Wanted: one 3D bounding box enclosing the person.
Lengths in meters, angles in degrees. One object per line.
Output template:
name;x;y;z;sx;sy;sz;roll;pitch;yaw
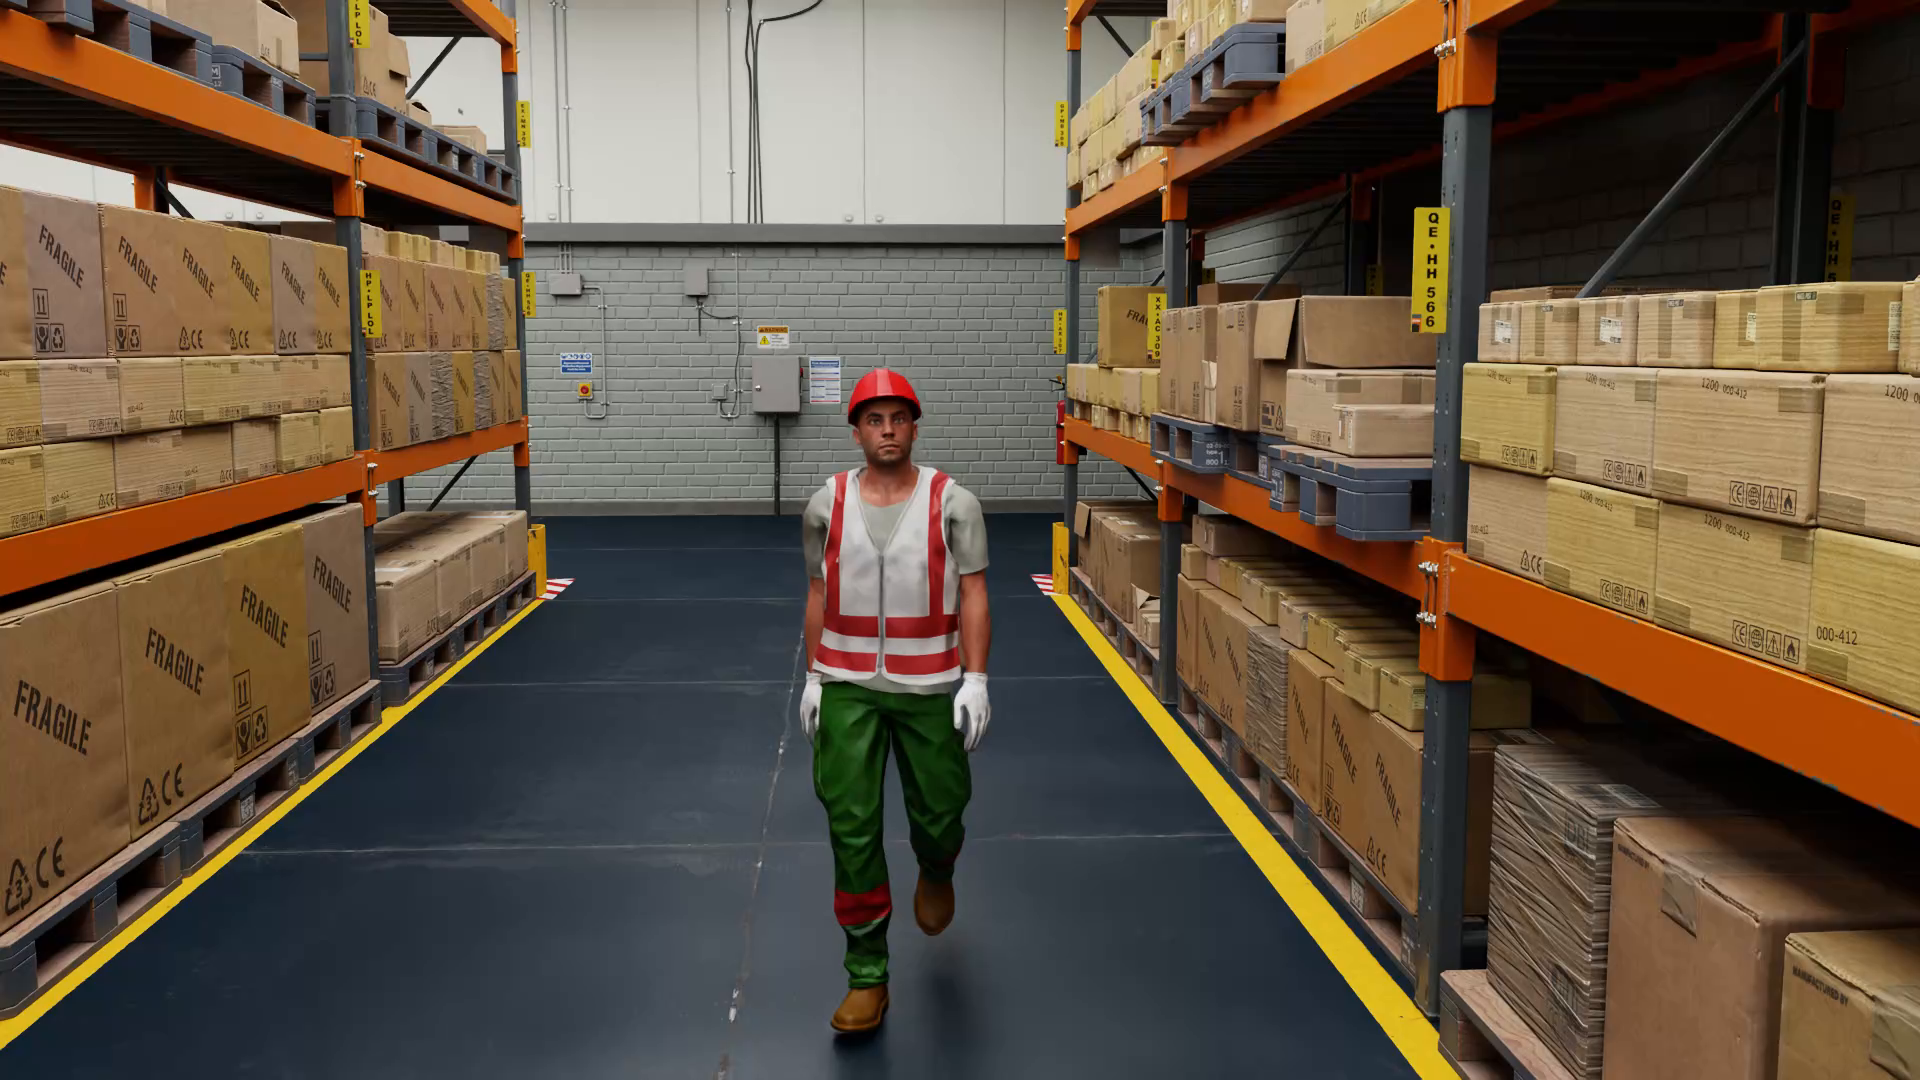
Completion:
person;-0.184;0.404;4.676;0.553;1.766;0.827;0;7;4
